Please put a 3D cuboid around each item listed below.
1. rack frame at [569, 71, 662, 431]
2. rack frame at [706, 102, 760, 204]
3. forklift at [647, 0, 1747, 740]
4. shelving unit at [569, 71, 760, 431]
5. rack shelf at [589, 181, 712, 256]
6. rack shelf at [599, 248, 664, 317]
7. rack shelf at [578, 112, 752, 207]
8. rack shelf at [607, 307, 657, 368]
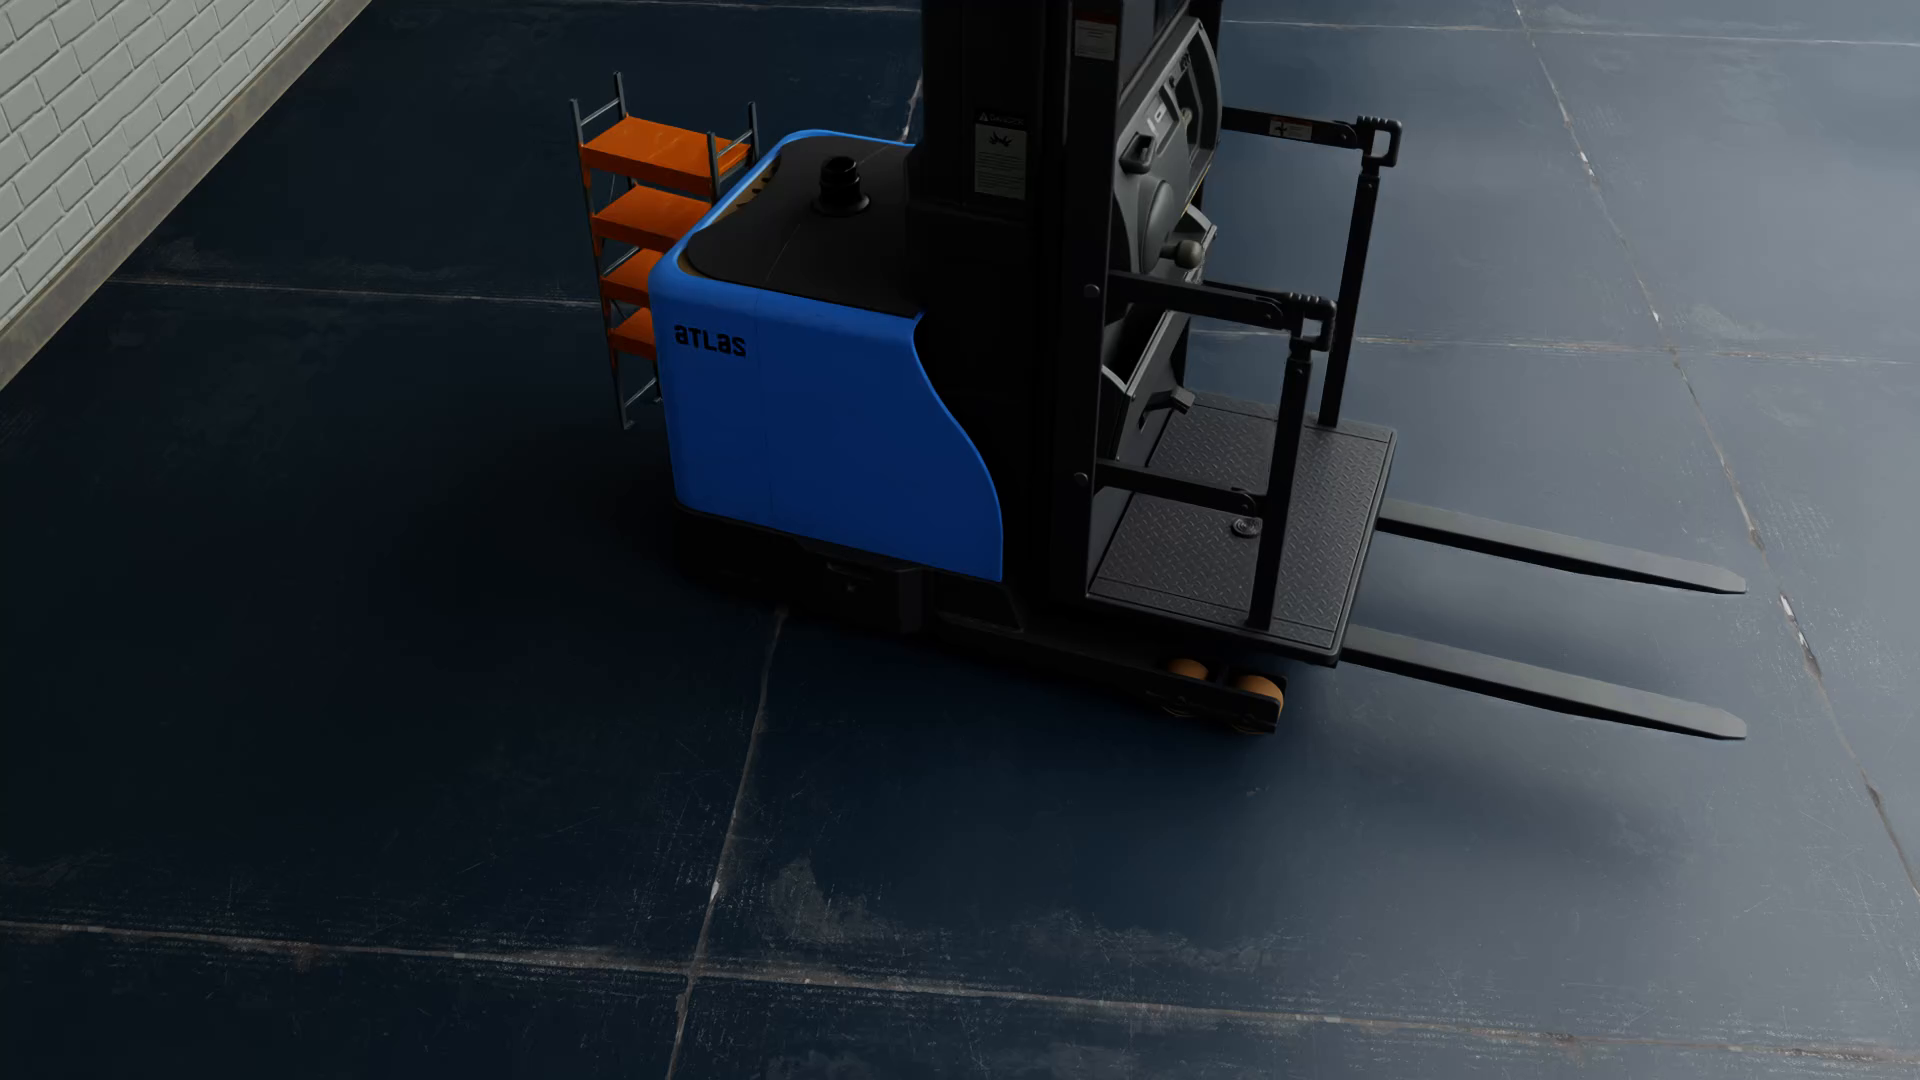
[{"bbox_3d":[-1.106,-0.910,5.418,0.015,1.200,0.240,18,42,20],"label":"rack frame"},{"bbox_3d":[-0.670,-0.772,5.247,0.015,1.200,0.240,18,42,20],"label":"rack frame"},{"bbox_3d":[0.714,-0.981,4.133,3.031,2.935,1.130,13,41,15],"label":"forklift"},{"bbox_3d":[-0.888,-0.841,5.333,0.503,1.200,0.258,18,42,20],"label":"shelving unit"},{"bbox_3d":[-0.888,-0.962,5.234,0.480,0.148,0.258,18,42,20],"label":"rack shelf"},{"bbox_3d":[-0.888,-0.789,5.375,0.480,0.148,0.258,18,42,20],"label":"rack shelf"},{"bbox_3d":[-0.888,-1.146,5.084,0.480,0.148,0.258,18,42,20],"label":"rack shelf"},{"bbox_3d":[-0.888,-0.635,5.500,0.480,0.148,0.258,18,42,20],"label":"rack shelf"}]
